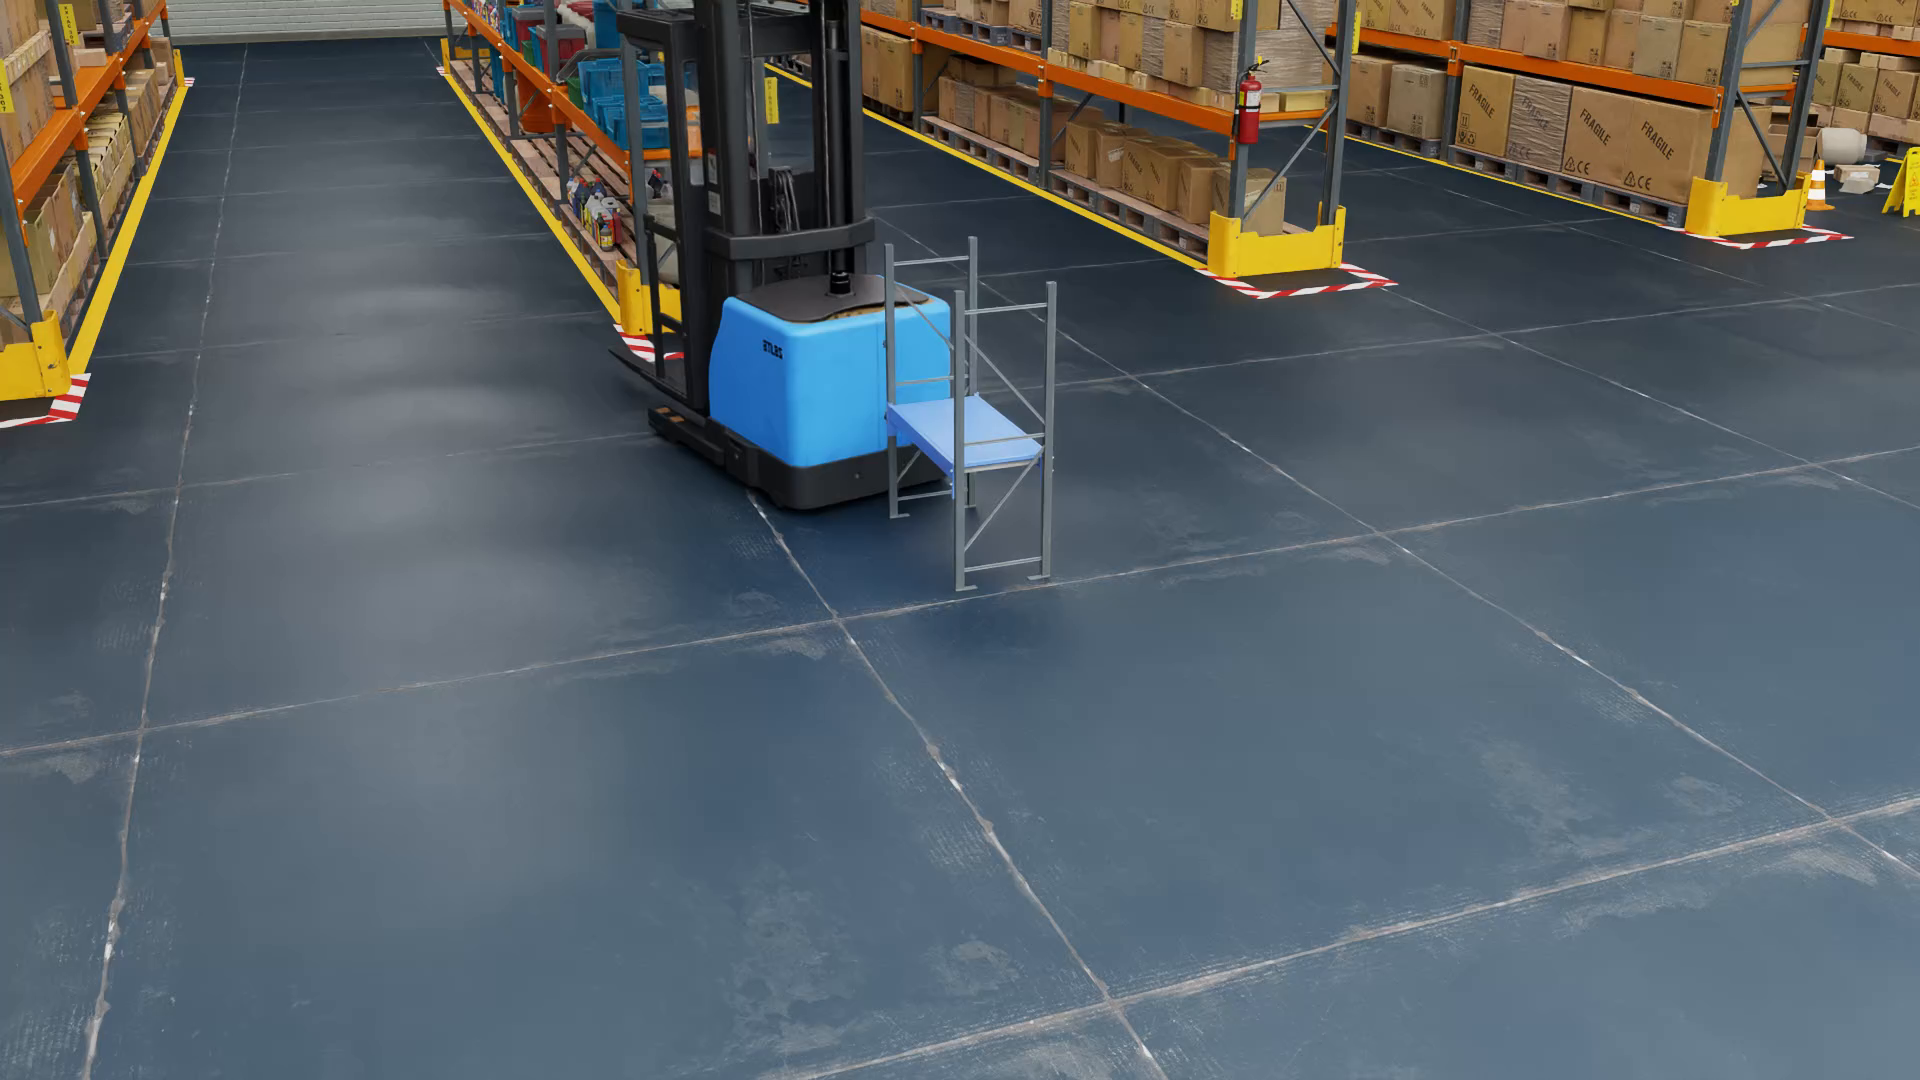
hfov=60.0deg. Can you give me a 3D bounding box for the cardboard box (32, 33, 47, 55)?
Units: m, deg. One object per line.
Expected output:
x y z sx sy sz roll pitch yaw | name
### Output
-7.571 -3.974 13.352 0.380 0.149 0.250 -9 24 -20 | cardboard box

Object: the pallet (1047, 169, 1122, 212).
1.587 -3.622 17.072 1.003 0.211 1.213 -8 24 -19 | pallet

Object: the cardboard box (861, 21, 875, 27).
-0.949 -6.713 23.010 1.225 0.875 0.875 -9 25 -21 | cardboard box

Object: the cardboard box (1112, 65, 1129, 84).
1.653 -4.368 15.574 0.380 0.149 0.250 -8 24 -19 | cardboard box

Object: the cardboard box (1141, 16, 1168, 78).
2.136 -4.432 14.892 0.875 0.500 0.500 -8 24 -19 | cardboard box

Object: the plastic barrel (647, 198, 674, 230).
-2.385 -2.471 13.413 0.421 0.512 0.421 0 23 0 | plastic barrel

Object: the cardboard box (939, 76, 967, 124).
0.159 -5.410 20.375 0.700 0.500 0.500 -10 25 -22 | cardboard box

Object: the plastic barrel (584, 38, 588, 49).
-3.641 -4.905 16.703 0.301 0.262 0.301 0 23 0 | plastic barrel

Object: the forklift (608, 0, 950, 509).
-1.273 -2.034 9.803 1.130 2.935 3.031 -14 27 -31 | forklift

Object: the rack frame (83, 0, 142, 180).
-9.366 -5.242 17.324 1.000 3.000 0.127 -8 24 -19 | rack frame

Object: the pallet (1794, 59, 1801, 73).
13.588 -7.633 26.589 1.003 0.211 1.213 -8 24 -19 | pallet

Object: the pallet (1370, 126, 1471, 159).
5.649 -4.775 19.807 1.003 0.211 1.213 -8 24 -19 | pallet

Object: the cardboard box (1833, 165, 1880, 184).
9.648 -3.938 17.901 0.380 0.149 0.250 4 23 9 | cardboard box

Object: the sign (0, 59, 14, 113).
-6.018 -2.844 10.420 0.100 0.325 0.005 -8 24 -19 | sign

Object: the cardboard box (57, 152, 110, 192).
-8.038 -3.340 15.090 0.500 0.311 0.500 -9 24 -20 | cardboard box

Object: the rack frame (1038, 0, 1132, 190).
1.316 -5.146 17.098 1.000 3.000 0.127 -8 24 -19 | rack frame

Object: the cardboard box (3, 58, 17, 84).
-6.934 -3.320 11.800 0.380 0.149 0.250 -9 24 -20 | cardboard box

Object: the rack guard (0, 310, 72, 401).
-6.531 -1.174 10.893 1.175 0.500 0.348 -8 24 -19 | rack guard

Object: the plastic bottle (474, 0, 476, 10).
-6.274 -6.999 21.660 0.097 0.271 0.097 0 23 0 | plastic bottle

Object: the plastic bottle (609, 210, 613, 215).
-3.040 -2.771 14.500 0.097 0.201 0.097 0 23 0 | plastic bottle

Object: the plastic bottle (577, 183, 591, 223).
-3.354 -3.030 14.921 0.144 0.351 0.185 -9 25 -21 | plastic bottle

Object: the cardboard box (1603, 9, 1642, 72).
6.937 -4.952 16.444 0.875 0.550 0.550 -8 24 -19 | cardboard box

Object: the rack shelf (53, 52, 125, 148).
-8.659 -4.184 15.740 1.077 0.370 4.000 -8 24 -19 | rack shelf

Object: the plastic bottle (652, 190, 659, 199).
-2.725 -3.013 14.967 0.061 0.283 0.133 -8 24 -19 | plastic bottle

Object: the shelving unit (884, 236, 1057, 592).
0.030 -0.660 8.385 0.538 1.500 1.048 -8 24 -19 | shelving unit

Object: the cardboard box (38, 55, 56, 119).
-7.790 -3.674 13.476 0.700 0.500 0.500 -9 24 -20 | cardboard box

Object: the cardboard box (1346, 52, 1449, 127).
5.351 -5.511 20.319 1.050 0.750 0.750 -8 24 -19 | cardboard box

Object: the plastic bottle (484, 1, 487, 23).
-5.806 -6.580 20.564 0.144 0.351 0.185 -8 24 -19 | plastic bottle

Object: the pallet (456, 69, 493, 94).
-6.874 -6.794 24.598 1.003 0.211 1.213 -8 24 -19 | pallet

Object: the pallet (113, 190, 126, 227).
-8.684 -3.210 16.094 1.003 0.211 1.213 -8 24 -19 | pallet

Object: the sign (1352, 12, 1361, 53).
3.237 -4.166 13.658 0.100 0.325 0.005 -8 24 -19 | sign

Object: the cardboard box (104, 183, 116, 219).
-8.043 -3.081 15.198 0.500 0.250 0.500 -8 24 -18 | cardboard box

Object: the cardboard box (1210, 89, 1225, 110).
2.348 -3.743 14.092 0.380 0.149 0.250 -8 24 -19 | cardboard box

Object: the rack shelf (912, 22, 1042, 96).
0.610 -5.541 18.962 1.077 0.370 4.000 -8 24 -19 | rack shelf

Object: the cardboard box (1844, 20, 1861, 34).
10.659 -6.055 19.577 0.380 0.149 0.250 -8 24 -19 | cardboard box

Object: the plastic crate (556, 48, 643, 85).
-3.251 -4.230 15.005 0.767 0.338 0.504 -8 24 -19 | plastic crate

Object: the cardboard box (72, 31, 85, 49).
-9.278 -5.063 17.014 0.500 0.311 0.500 -7 24 -16 | cardboard box

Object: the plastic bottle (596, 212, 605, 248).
-3.022 -2.611 14.015 0.061 0.283 0.133 -8 24 -18 | plastic bottle

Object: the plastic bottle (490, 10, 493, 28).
-5.618 -6.293 20.074 0.097 0.201 0.097 0 23 0 | plastic bottle

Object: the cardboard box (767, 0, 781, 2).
-2.622 -8.499 27.248 0.875 0.875 0.875 -8 24 -19 | cardboard box

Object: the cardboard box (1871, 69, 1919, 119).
10.925 -5.145 19.129 0.500 0.500 0.500 -7 24 -16 | cardboard box

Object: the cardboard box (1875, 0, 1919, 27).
10.846 -6.128 18.914 0.500 0.500 0.500 -9 24 -19 | cardboard box

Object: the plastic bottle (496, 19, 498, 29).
-5.378 -6.045 19.486 0.097 0.201 0.097 0 23 0 | plastic bottle

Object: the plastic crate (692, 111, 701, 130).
-1.919 -3.261 12.964 0.298 0.136 0.250 -8 24 -19 | plastic crate

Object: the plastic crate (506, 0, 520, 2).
-6.174 -7.468 22.869 0.396 0.136 0.243 -8 24 -19 | plastic crate

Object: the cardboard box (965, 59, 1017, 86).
0.365 -5.565 19.779 0.500 0.250 0.500 -6 23 -13 | cardboard box

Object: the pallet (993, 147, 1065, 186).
1.040 -4.144 18.310 1.003 0.211 1.213 -8 24 -19 | pallet

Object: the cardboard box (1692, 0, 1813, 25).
7.310 -5.043 15.271 0.875 0.550 0.550 -8 24 -19 | cardboard box

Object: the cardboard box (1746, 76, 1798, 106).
10.400 -5.679 21.204 0.950 0.372 0.625 -8 24 -18 | cardboard box

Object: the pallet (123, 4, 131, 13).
-10.599 -6.301 20.086 1.003 0.211 1.213 -8 24 -19 | pallet

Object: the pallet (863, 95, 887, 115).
-0.732 -6.054 22.842 1.003 0.211 1.213 -8 24 -19 | pallet

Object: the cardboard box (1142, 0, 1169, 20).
1.948 -4.866 14.633 0.500 0.500 0.500 -8 24 -19 | cardboard box

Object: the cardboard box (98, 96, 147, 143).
-9.449 -4.687 18.659 0.500 0.500 0.500 -9 25 -21 | cardboard box

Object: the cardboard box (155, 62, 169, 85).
-11.462 -6.571 23.452 0.500 0.250 0.500 -8 24 -19 | cardboard box

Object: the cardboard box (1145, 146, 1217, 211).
2.078 -3.406 15.647 0.500 0.500 0.500 -6 24 -14 | cardboard box

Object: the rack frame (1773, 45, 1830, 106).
10.587 -6.506 20.324 1.000 3.000 0.127 -8 24 -19 | rack frame

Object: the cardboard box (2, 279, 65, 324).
-6.701 -1.668 11.845 0.500 0.250 0.500 -8 24 -19 | cardboard box

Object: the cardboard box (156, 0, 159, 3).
-11.421 -7.699 23.026 0.500 0.500 0.500 -8 24 -19 | cardboard box
